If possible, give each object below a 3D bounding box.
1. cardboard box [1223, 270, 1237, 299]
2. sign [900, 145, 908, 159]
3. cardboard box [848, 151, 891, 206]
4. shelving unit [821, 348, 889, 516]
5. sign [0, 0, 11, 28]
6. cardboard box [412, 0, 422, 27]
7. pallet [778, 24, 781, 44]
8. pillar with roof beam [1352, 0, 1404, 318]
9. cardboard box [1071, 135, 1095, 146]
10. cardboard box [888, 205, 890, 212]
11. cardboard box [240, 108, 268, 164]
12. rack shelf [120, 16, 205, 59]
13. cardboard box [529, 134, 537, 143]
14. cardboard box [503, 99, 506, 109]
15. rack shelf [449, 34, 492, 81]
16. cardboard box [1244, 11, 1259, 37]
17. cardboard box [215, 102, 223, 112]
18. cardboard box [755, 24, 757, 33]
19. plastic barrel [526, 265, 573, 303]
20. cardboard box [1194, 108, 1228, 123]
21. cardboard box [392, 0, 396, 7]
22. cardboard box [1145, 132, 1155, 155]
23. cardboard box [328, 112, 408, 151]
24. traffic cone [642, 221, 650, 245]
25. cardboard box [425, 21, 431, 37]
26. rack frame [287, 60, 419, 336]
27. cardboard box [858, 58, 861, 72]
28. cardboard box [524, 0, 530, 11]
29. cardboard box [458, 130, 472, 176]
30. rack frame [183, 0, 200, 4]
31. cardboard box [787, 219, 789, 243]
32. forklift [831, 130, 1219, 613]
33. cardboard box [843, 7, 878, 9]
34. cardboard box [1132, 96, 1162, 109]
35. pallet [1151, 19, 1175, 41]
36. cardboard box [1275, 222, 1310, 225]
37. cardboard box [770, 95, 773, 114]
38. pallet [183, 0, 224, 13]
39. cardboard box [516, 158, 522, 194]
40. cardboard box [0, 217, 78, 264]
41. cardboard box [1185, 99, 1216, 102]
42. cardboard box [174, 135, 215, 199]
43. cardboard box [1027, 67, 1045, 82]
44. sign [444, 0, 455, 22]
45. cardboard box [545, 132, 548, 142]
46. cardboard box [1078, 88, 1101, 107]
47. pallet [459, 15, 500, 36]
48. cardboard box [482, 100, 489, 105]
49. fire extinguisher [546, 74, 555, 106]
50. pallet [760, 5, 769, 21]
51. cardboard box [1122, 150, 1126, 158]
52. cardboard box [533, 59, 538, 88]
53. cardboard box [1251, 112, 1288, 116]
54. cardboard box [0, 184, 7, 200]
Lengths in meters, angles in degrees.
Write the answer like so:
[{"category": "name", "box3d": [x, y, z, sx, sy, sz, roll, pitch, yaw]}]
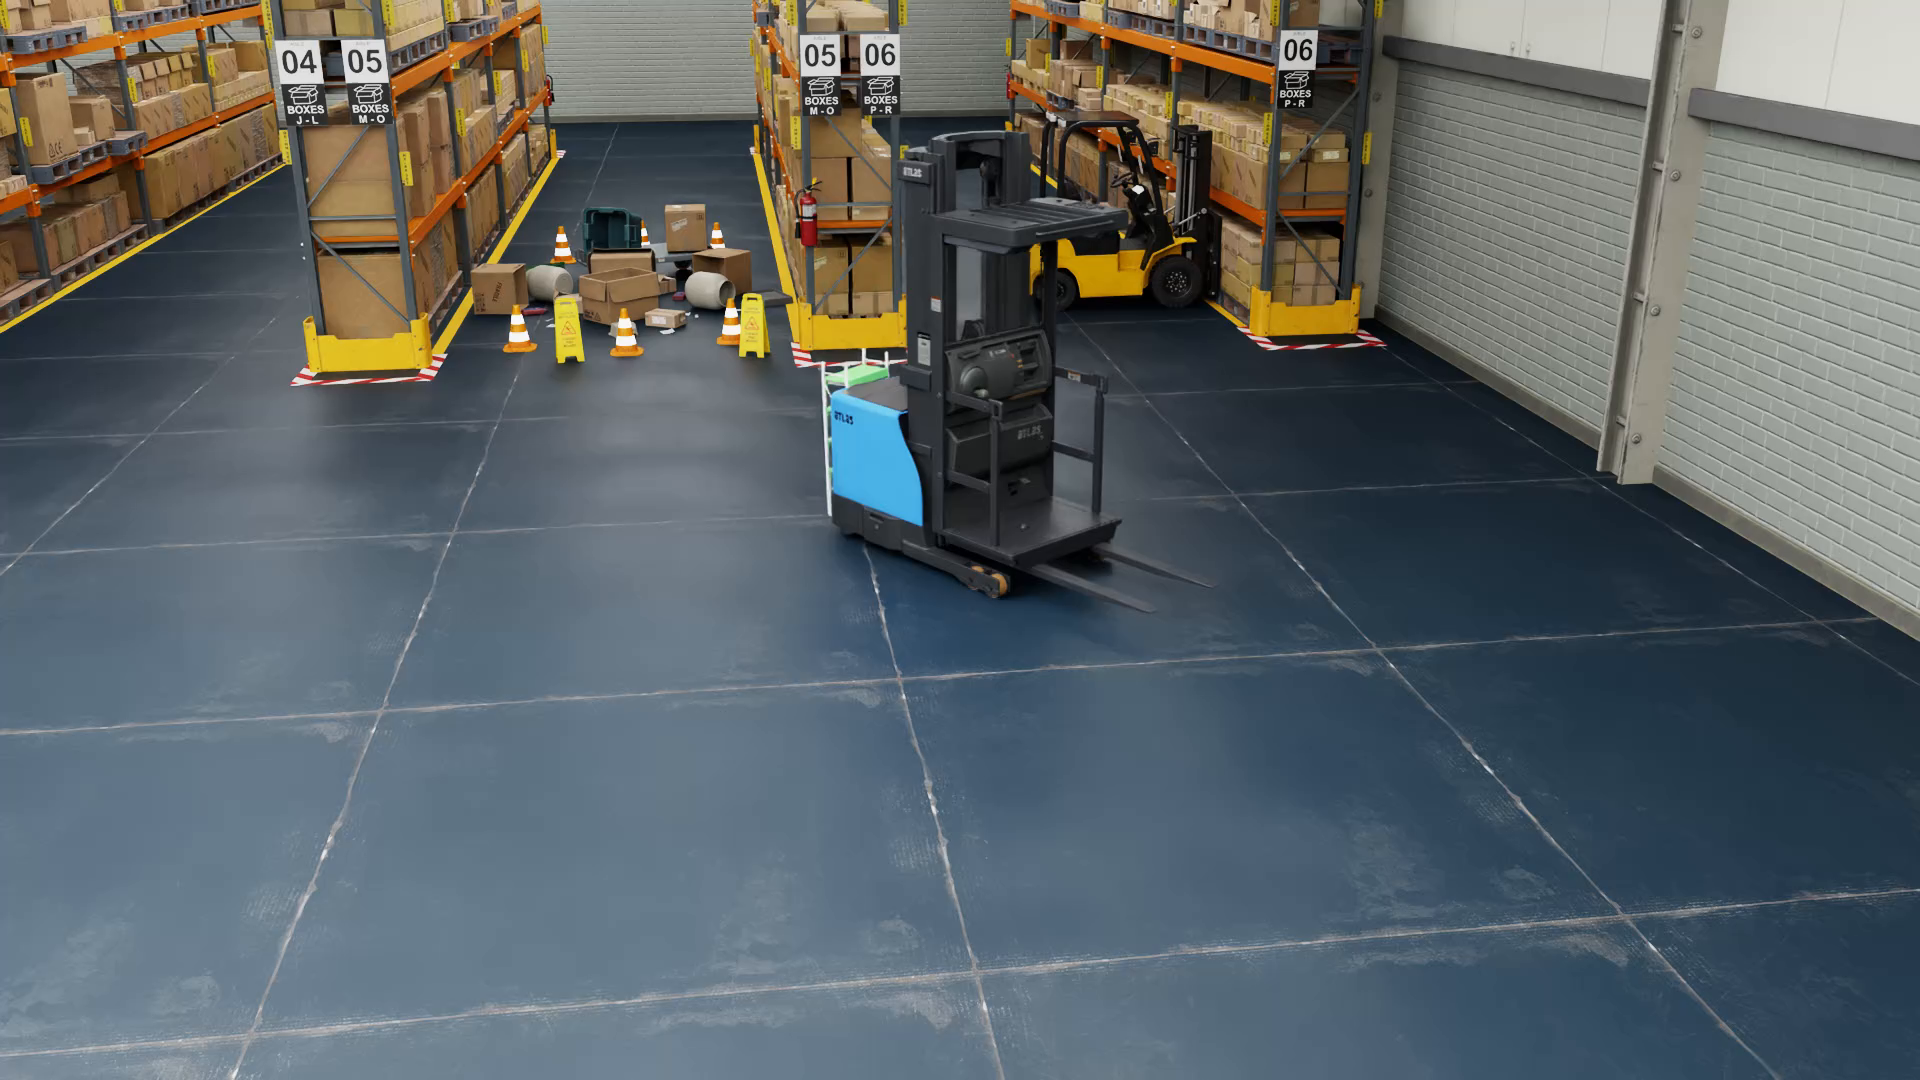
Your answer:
[{"category": "cardboard box", "box3d": [3.352, -2.949, 19.155, 0.500, 0.250, 0.500, -3, 21, -8]}, {"category": "sign", "box3d": [-0.580, -3.903, 17.141, 0.100, 0.325, 0.005, -3, 21, -8]}, {"category": "cardboard box", "box3d": [-0.910, -3.834, 17.626, 0.500, 0.500, 0.500, -3, 21, -9]}, {"category": "shelving unit", "box3d": [-0.777, -0.806, 12.651, 0.258, 1.200, 0.503, 13, 24, 33]}, {"category": "sign", "box3d": [-10.964, -6.032, 19.054, 0.100, 0.325, 0.005, -3, 21, -8]}, {"category": "cardboard box", "box3d": [-6.035, -5.607, 17.700, 0.500, 0.250, 0.500, -3, 21, -8]}, {"category": "pallet", "box3d": [-1.677, -6.391, 21.021, 1.213, 0.211, 1.003, -3, 21, -8]}, {"category": "pillar with roof beam", "box3d": [0.326, -6.601, 17.029, 9.100, 9.000, 0.400, -3, 21, -8]}, {"category": "cardboard box", "box3d": [2.070, -6.705, 27.927, 0.380, 0.149, 0.250, -3, 21, -8]}, {"category": "cardboard box", "box3d": [-0.969, -3.663, 18.095, 0.380, 0.149, 0.250, -4, 21, -9]}, {"category": "cardboard box", "box3d": [-12.927, -7.178, 29.585, 0.875, 0.875, 0.875, -3, 21, -8]}, {"category": "rack shelf", "box3d": [-12.365, -7.500, 24.752, 1.077, 0.370, 4.000, -3, 21, -8]}, {"category": "cardboard box", "box3d": [-7.775, -7.152, 29.701, 0.380, 0.149, 0.250, -3, 21, -7]}, {"category": "cardboard box", "box3d": [-7.248, -6.748, 25.755, 0.380, 0.149, 0.250, -4, 21, -10]}, {"category": "rack shelf", "box3d": [-6.865, -6.331, 21.620, 1.077, 0.370, 4.000, -3, 21, -8]}, {"category": "cardboard box", "box3d": [3.338, -5.666, 18.262, 0.396, 0.266, 0.258, -3, 21, -8]}, {"category": "cardboard box", "box3d": [-12.366, -7.126, 27.368, 0.380, 0.149, 0.250, -3, 21, -8]}, {"category": "cardboard box", "box3d": [-3.614, -9.509, 30.889, 0.380, 0.149, 0.250, -2, 21, -6]}, {"category": "plastic barrel", "box3d": [-4.895, -3.048, 19.771, 0.512, 0.421, 0.421, 12, 24, 30]}, {"category": "cardboard box", "box3d": [3.079, -5.203, 20.364, 0.380, 0.149, 0.250, -2, 21, -7]}, {"category": "cardboard box", "box3d": [-5.769, -5.308, 16.330, 0.380, 0.149, 0.250, -3, 21, -7]}, {"category": "cardboard box", "box3d": [2.809, -5.371, 22.524, 0.500, 0.250, 0.500, -3, 21, -8]}, {"category": "cardboard box", "box3d": [-6.186, -4.077, 17.088, 0.875, 0.550, 0.550, -3, 21, -8]}, {"category": "traffic cone", "box3d": [-4.289, -4.075, 22.465, 0.336, 0.463, 0.334, -3, 21, -8]}, {"category": "cardboard box", "box3d": [-6.061, -5.639, 18.357, 0.380, 0.149, 0.250, -3, 21, -7]}, {"category": "rack frame", "box3d": [-6.000, -3.185, 16.457, 1.000, 3.000, 0.127, -3, 21, -8]}, {"category": "cardboard box", "box3d": [-0.843, -4.888, 17.089, 0.380, 0.149, 0.250, -3, 21, -8]}, {"category": "cardboard box", "box3d": [-7.673, -9.203, 28.495, 0.500, 0.250, 0.500, -2, 21, -5]}, {"category": "cardboard box", "box3d": [-6.386, -4.812, 20.671, 0.500, 0.500, 0.500, -3, 21, -7]}, {"category": "rack frame", "box3d": [-12.653, -9.935, 25.955, 1.000, 3.000, 0.127, -3, 21, -8]}, {"category": "cardboard box", "box3d": [-1.771, -4.002, 21.799, 0.950, 0.372, 0.625, -3, 21, -7]}, {"category": "forklift", "box3d": [0.415, -1.181, 11.190, 1.130, 2.935, 3.031, -18, 27, -39]}, {"category": "cardboard box", "box3d": [-1.113, -5.885, 18.618, 0.380, 0.149, 0.250, -3, 21, -7]}, {"category": "cardboard box", "box3d": [2.621, -6.093, 23.172, 0.380, 0.149, 0.250, -3, 21, -9]}, {"category": "pallet", "box3d": [3.078, -6.727, 21.925, 0.805, 0.209, 1.217, -4, 21, -10]}, {"category": "cardboard box", "box3d": [3.776, -3.621, 19.524, 0.500, 0.250, 0.500, -3, 21, -8]}, {"category": "cardboard box", "box3d": [-2.591, -6.558, 24.988, 0.500, 0.250, 0.500, -3, 21, -8]}, {"category": "pallet", "box3d": [-12.760, -8.772, 27.255, 1.003, 0.211, 1.213, -3, 21, -8]}, {"category": "cardboard box", "box3d": [-7.231, -5.767, 26.341, 0.500, 0.500, 0.500, -3, 21, -9]}, {"category": "cardboard box", "box3d": [-11.617, -3.770, 20.966, 0.700, 0.500, 0.500, -3, 21, -8]}, {"category": "cardboard box", "box3d": [3.290, -5.946, 22.780, 0.380, 0.149, 0.250, -3, 21, -8]}, {"category": "cardboard box", "box3d": [-12.411, -5.796, 25.884, 1.225, 0.875, 0.875, -4, 21, -10]}, {"category": "cardboard box", "box3d": [1.531, -8.634, 30.834, 0.500, 0.250, 0.500, -3, 21, -9]}, {"category": "sign", "box3d": [-6.028, -6.283, 19.612, 0.100, 0.325, 0.005, -3, 21, -8]}, {"category": "cardboard box", "box3d": [-7.948, -7.557, 31.211, 0.380, 0.149, 0.250, -3, 21, -9]}, {"category": "cardboard box", "box3d": [2.169, -6.967, 26.196, 0.500, 0.250, 0.500, -4, 21, -10]}, {"category": "pallet", "box3d": [-7.008, -7.051, 22.791, 1.213, 0.211, 1.003, -2, 21, -5]}, {"category": "cardboard box", "box3d": [-7.025, -6.351, 24.266, 0.380, 0.149, 0.250, -2, 21, -5]}, {"category": "fire extinguisher", "box3d": [-7.886, -8.624, 31.663, 0.296, 0.674, 0.183, -3, 21, -8]}, {"category": "pallet", "box3d": [-2.579, -8.164, 25.769, 1.003, 0.211, 1.213, -2, 21, -5]}, {"category": "cardboard box", "box3d": [2.748, -6.192, 26.554, 0.380, 0.149, 0.250, -3, 21, -7]}, {"category": "cardboard box", "box3d": [-7.774, -8.241, 29.427, 0.500, 0.500, 0.500, -2, 21, -5]}, {"category": "cardboard box", "box3d": [3.716, -5.056, 19.971, 0.380, 0.149, 0.250, -3, 21, -8]}, {"category": "cardboard box", "box3d": [-11.028, -3.920, 18.783, 0.380, 0.149, 0.250, -3, 21, -8]}]
